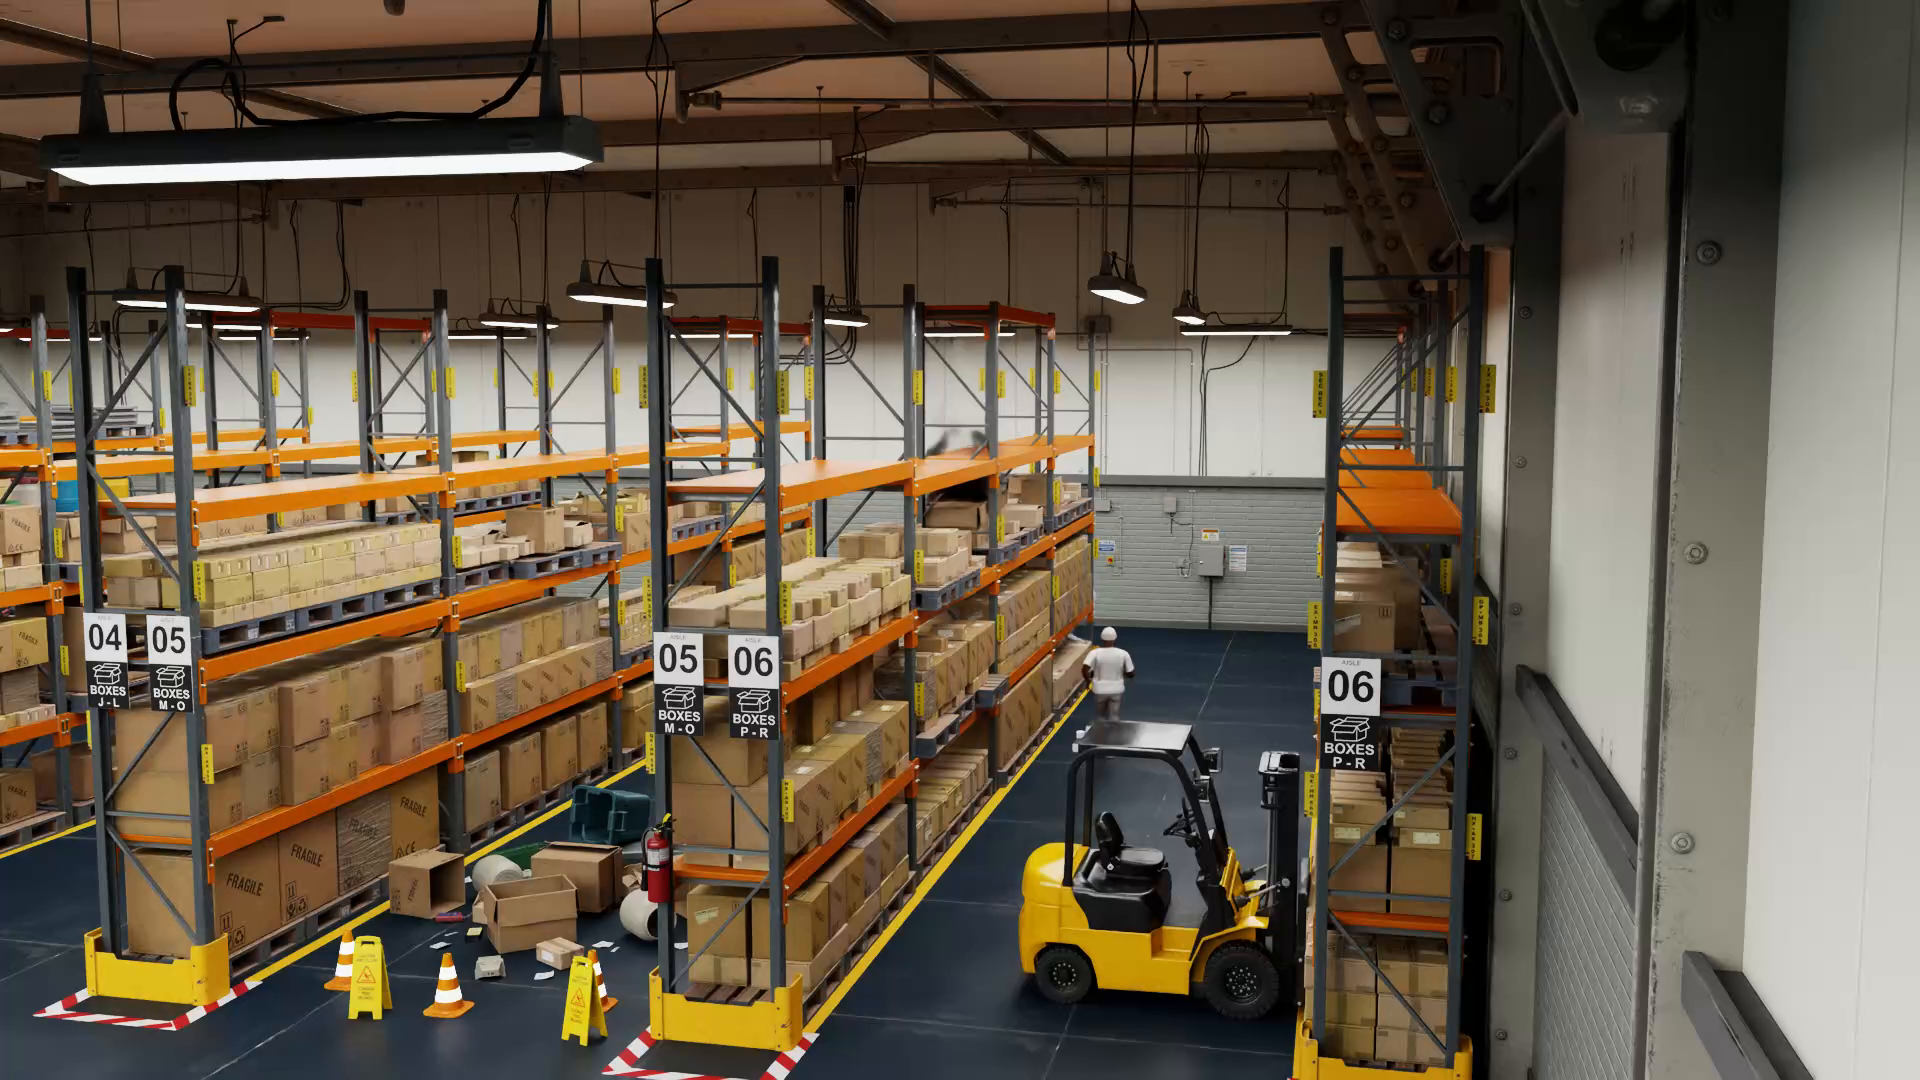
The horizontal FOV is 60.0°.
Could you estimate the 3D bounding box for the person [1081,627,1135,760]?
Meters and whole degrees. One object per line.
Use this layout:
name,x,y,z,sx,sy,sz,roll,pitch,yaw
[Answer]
person,1.949,2.043,21.846,0.677,1.823,0.738,1,6,9

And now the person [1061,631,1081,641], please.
person,1.871,1.358,29.589,0.856,1.681,0.637,4,7,37
